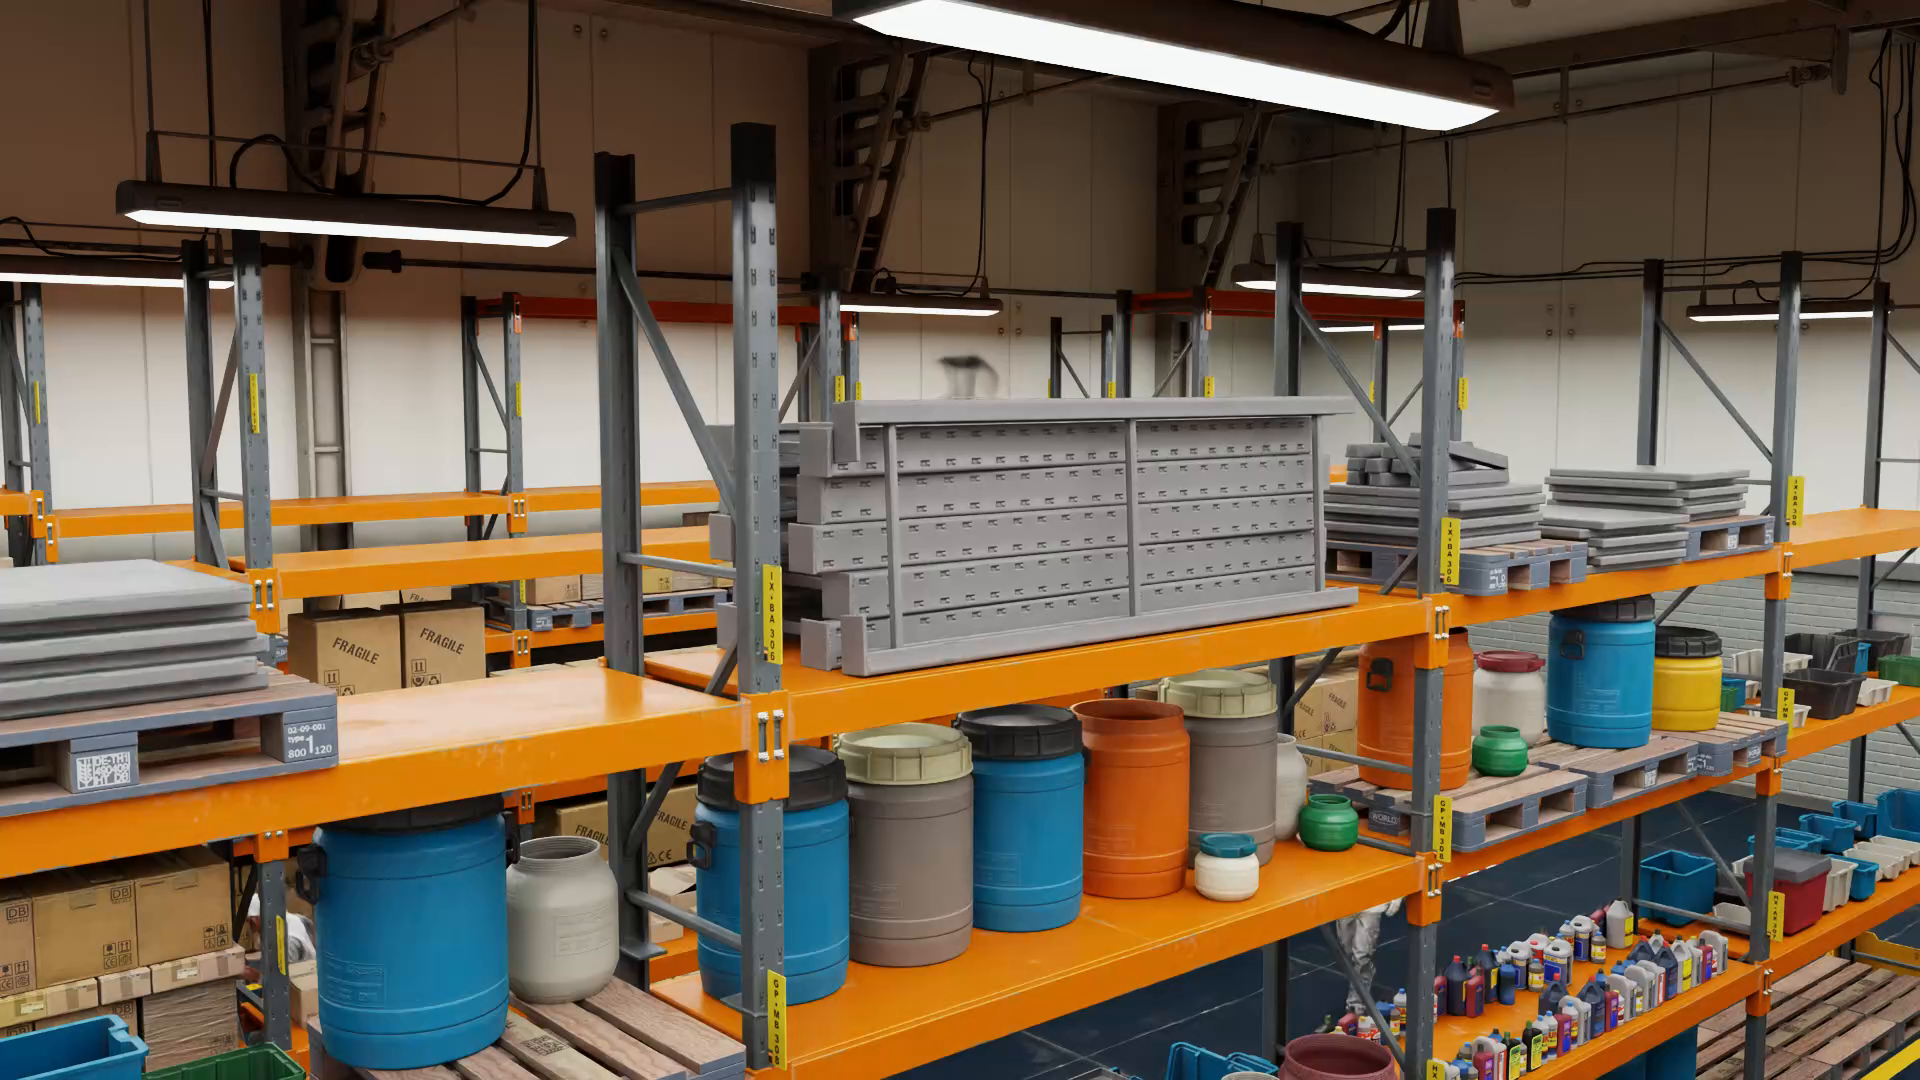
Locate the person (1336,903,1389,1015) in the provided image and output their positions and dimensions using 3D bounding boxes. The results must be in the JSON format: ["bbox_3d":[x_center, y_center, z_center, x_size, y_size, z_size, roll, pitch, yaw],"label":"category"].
[{"bbox_3d":[3.300,2.962,13.556,0.708,1.716,0.723,4,7,36],"label":"person"}]

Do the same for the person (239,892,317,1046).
[{"bbox_3d":[-4.697,3.212,11.775,0.829,1.594,0.703,-4,7,-36],"label":"person"}]
